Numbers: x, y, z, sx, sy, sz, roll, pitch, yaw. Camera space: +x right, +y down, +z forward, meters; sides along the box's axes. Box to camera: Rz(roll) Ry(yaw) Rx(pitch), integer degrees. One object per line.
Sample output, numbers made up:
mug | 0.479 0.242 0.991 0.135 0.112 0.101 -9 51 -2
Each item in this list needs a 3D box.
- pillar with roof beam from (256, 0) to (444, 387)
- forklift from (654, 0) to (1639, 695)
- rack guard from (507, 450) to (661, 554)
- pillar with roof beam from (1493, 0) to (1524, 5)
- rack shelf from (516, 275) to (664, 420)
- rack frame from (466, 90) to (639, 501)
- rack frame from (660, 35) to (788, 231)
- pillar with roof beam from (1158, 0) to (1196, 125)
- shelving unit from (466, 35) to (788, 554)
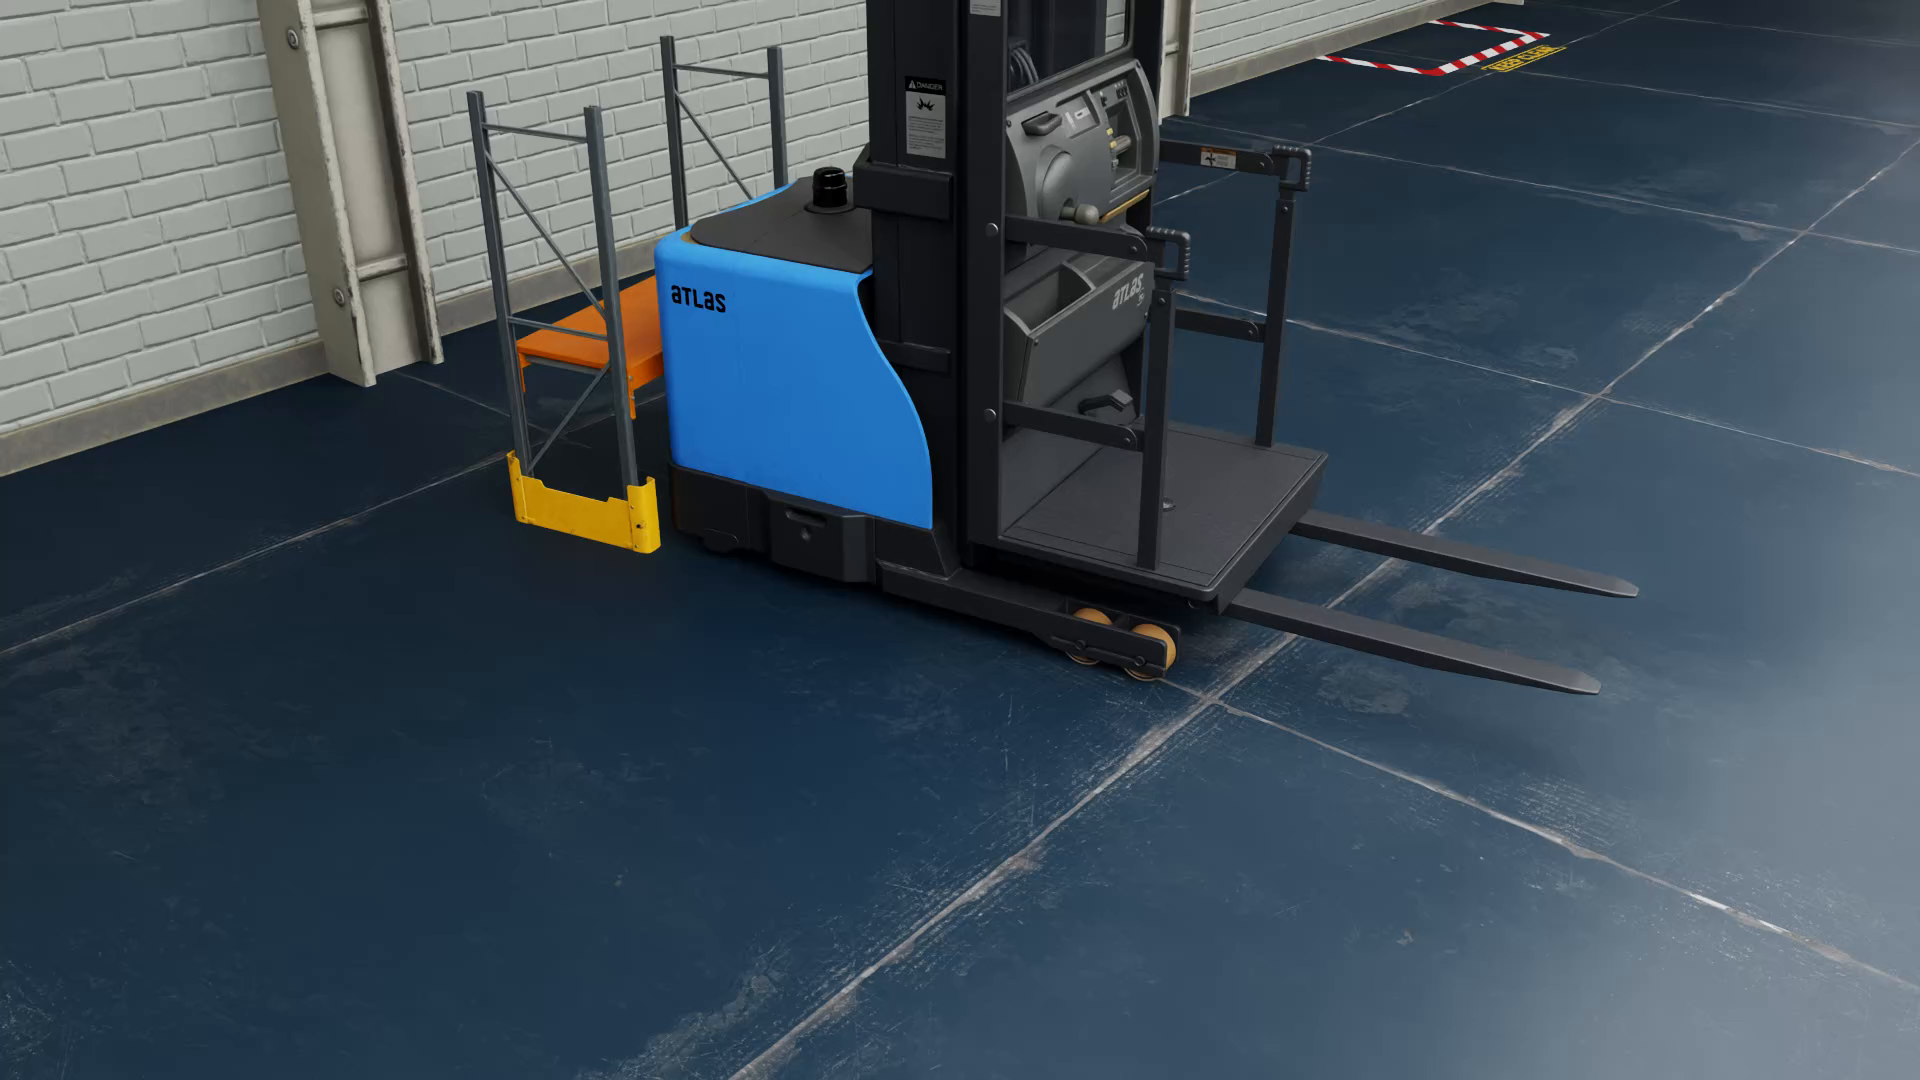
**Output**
pillar with roof beam | 0.830 -3.495 2.711 9.100 9.000 0.400 21 34 34
forklift | 0.552 -1.162 4.805 3.031 2.935 1.130 14 31 25
rack guard | -1.301 -0.139 5.746 0.587 0.250 0.087 13 30 24
pillar with roof beam | 8.463 -7.749 10.936 9.100 9.000 0.400 21 34 34
rack shelf | -1.081 -0.735 5.929 0.538 0.185 1.000 13 30 24
rack frame | -1.311 -0.686 5.443 0.500 1.500 0.032 13 30 24
rack frame | -0.852 -1.103 6.249 0.500 1.500 0.032 13 30 24
pillar with roof beam | 4.646 -5.622 6.824 9.100 9.000 0.400 21 34 34
shelving unit | -1.077 -0.898 5.854 0.587 1.500 1.083 13 30 24
